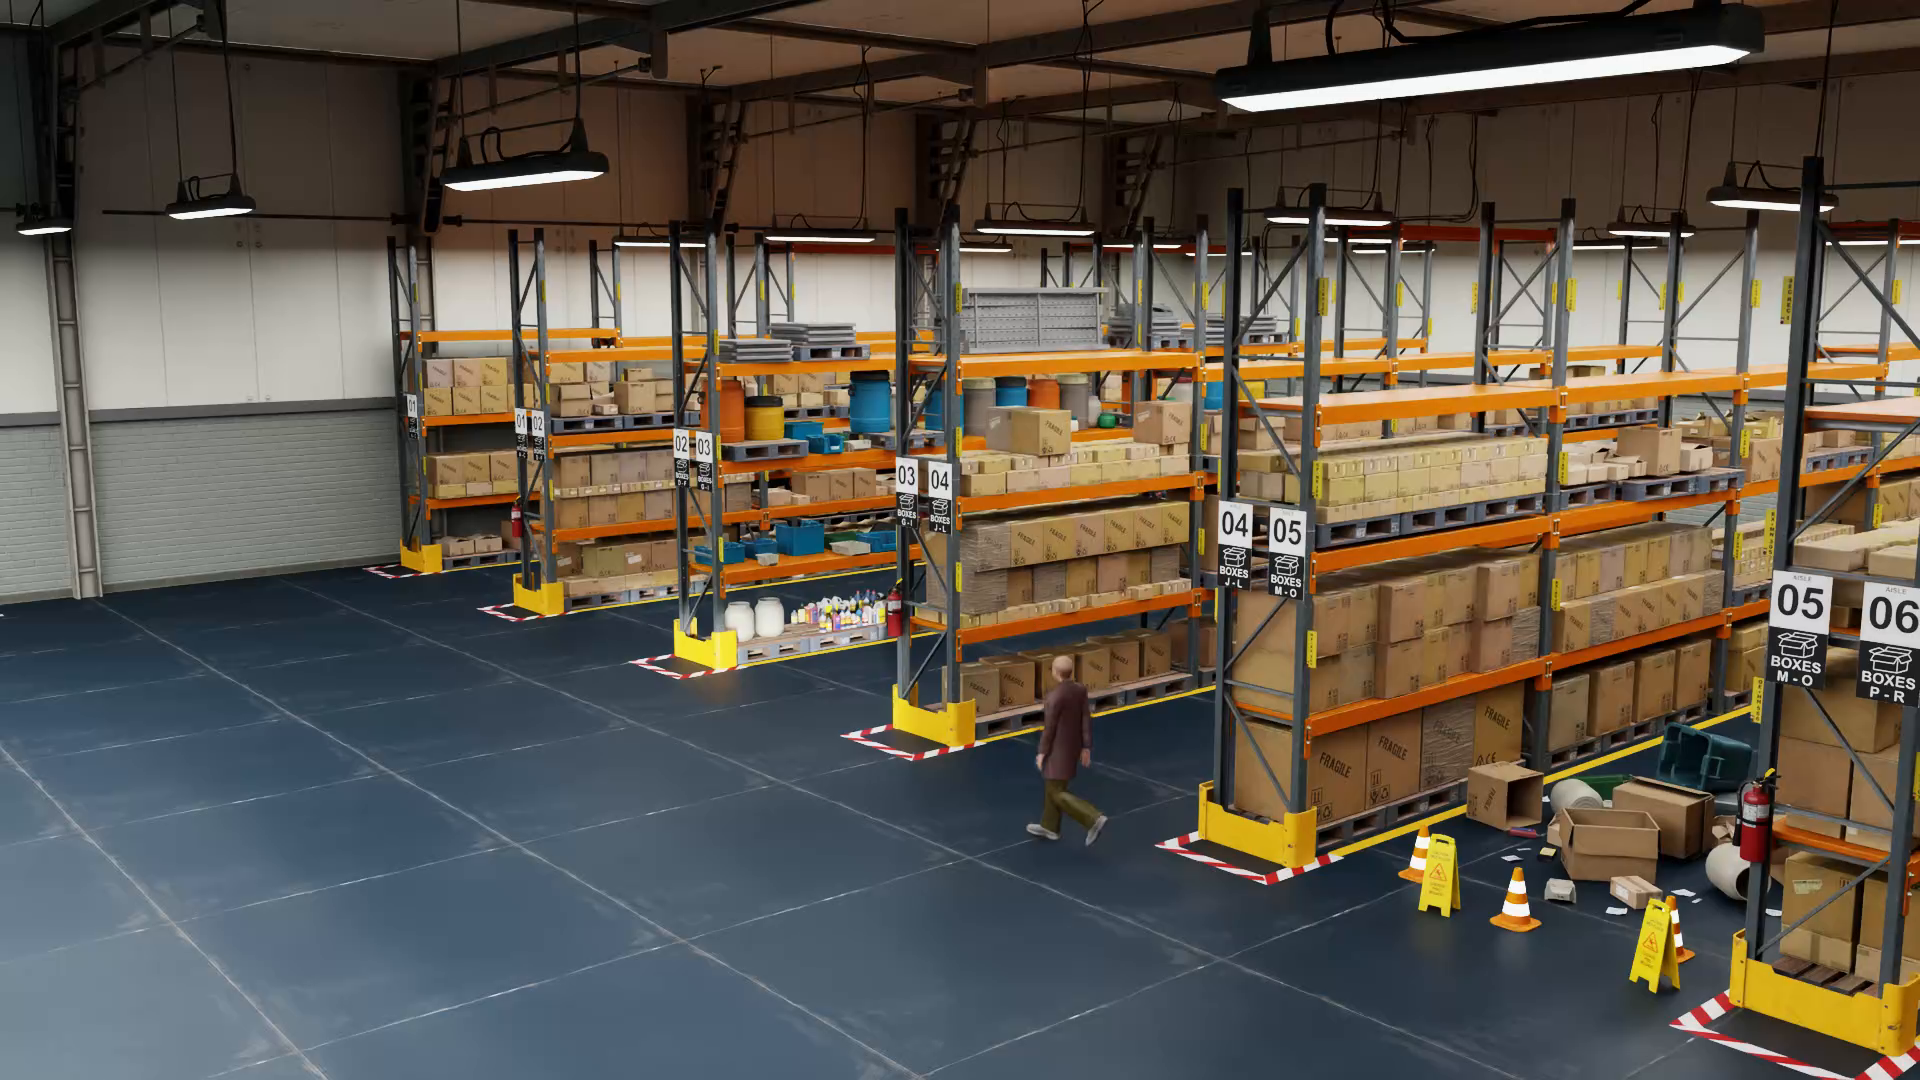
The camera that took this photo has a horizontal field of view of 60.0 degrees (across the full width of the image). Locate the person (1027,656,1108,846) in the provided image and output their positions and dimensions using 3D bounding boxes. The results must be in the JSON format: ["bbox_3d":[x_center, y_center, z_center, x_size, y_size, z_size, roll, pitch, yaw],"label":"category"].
[{"bbox_3d":[0.986,1.946,15.340,0.909,1.766,0.548,4,10,25],"label":"person"}]
